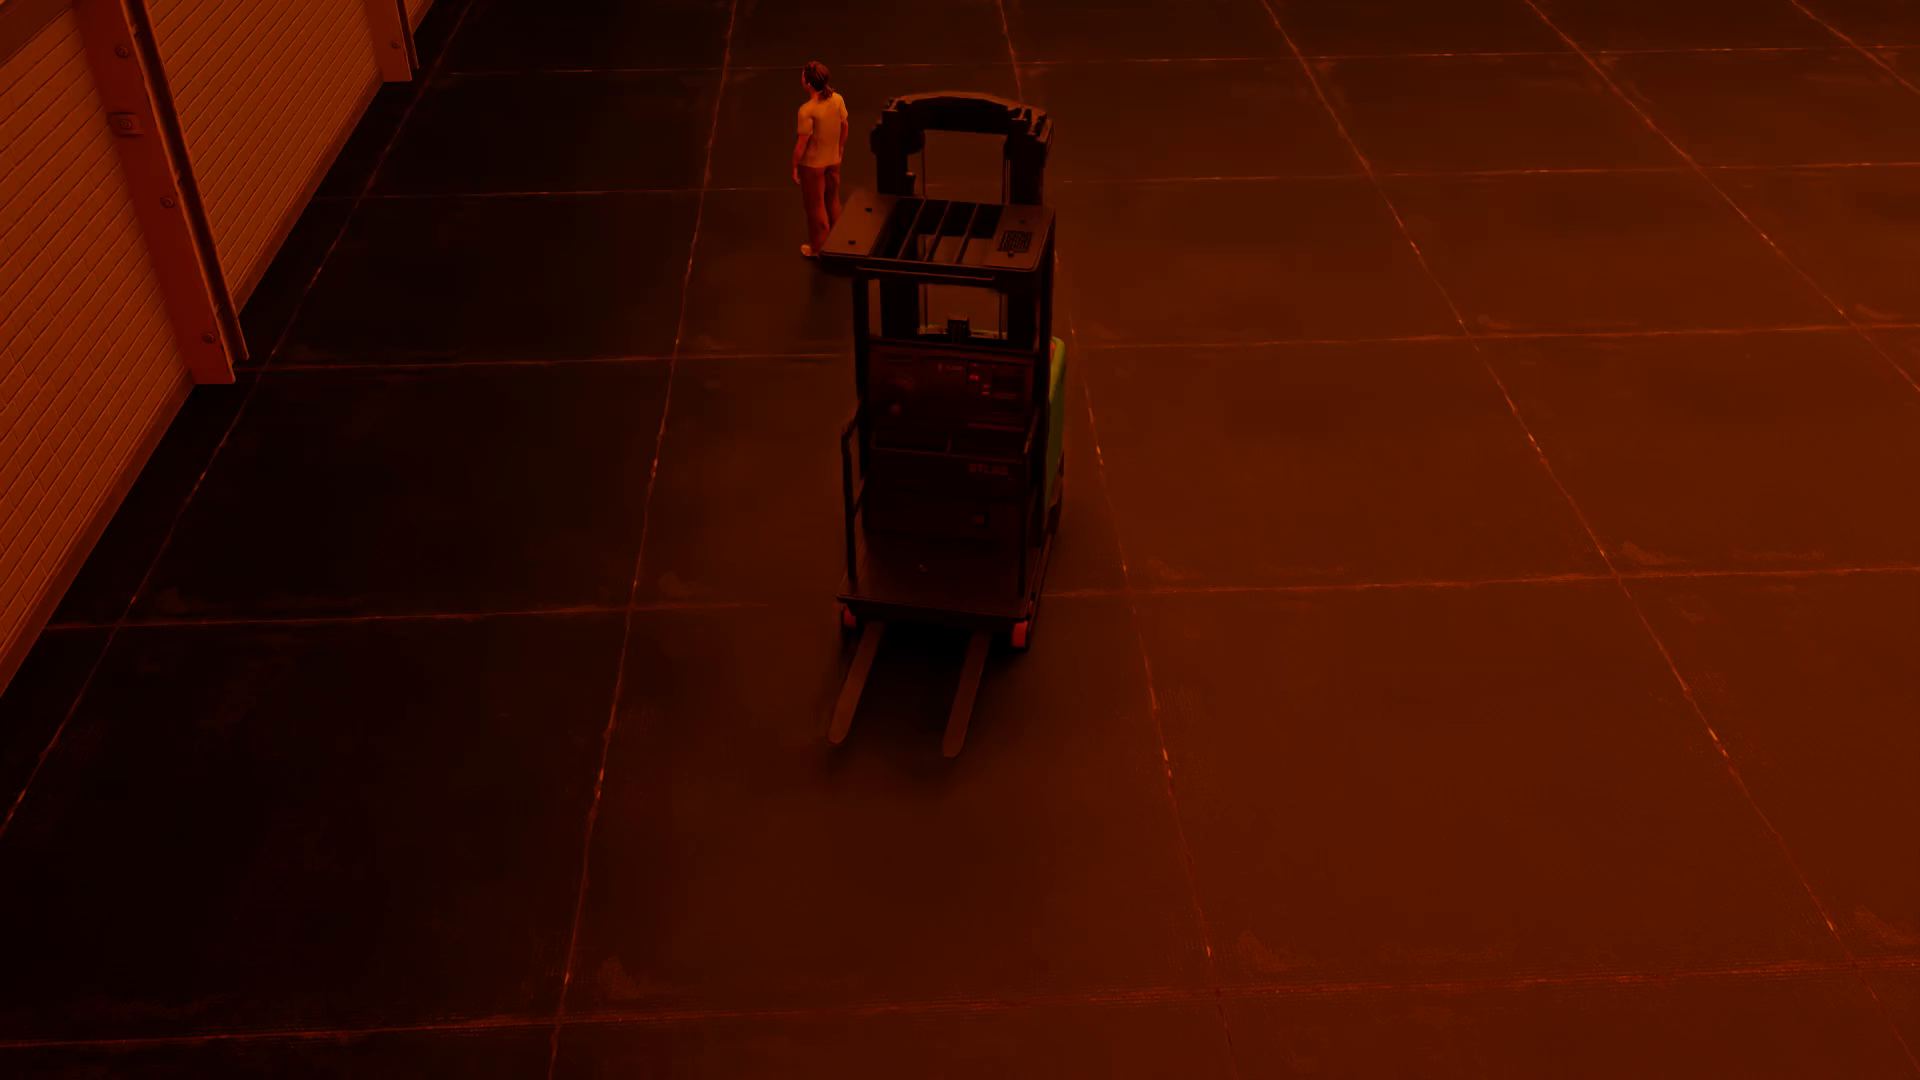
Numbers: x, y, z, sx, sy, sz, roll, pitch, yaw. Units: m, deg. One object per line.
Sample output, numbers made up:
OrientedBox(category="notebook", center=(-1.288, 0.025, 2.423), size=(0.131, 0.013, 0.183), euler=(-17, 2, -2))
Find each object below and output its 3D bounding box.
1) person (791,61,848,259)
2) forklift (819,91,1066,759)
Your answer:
OrientedBox(category="person", center=(-1.160, -3.020, 13.211), size=(0.553, 1.676, 0.549), euler=(-30, 46, -35))
OrientedBox(category="forklift", center=(-0.089, -0.791, 9.097), size=(1.130, 2.935, 3.031), euler=(6, 37, 8))
